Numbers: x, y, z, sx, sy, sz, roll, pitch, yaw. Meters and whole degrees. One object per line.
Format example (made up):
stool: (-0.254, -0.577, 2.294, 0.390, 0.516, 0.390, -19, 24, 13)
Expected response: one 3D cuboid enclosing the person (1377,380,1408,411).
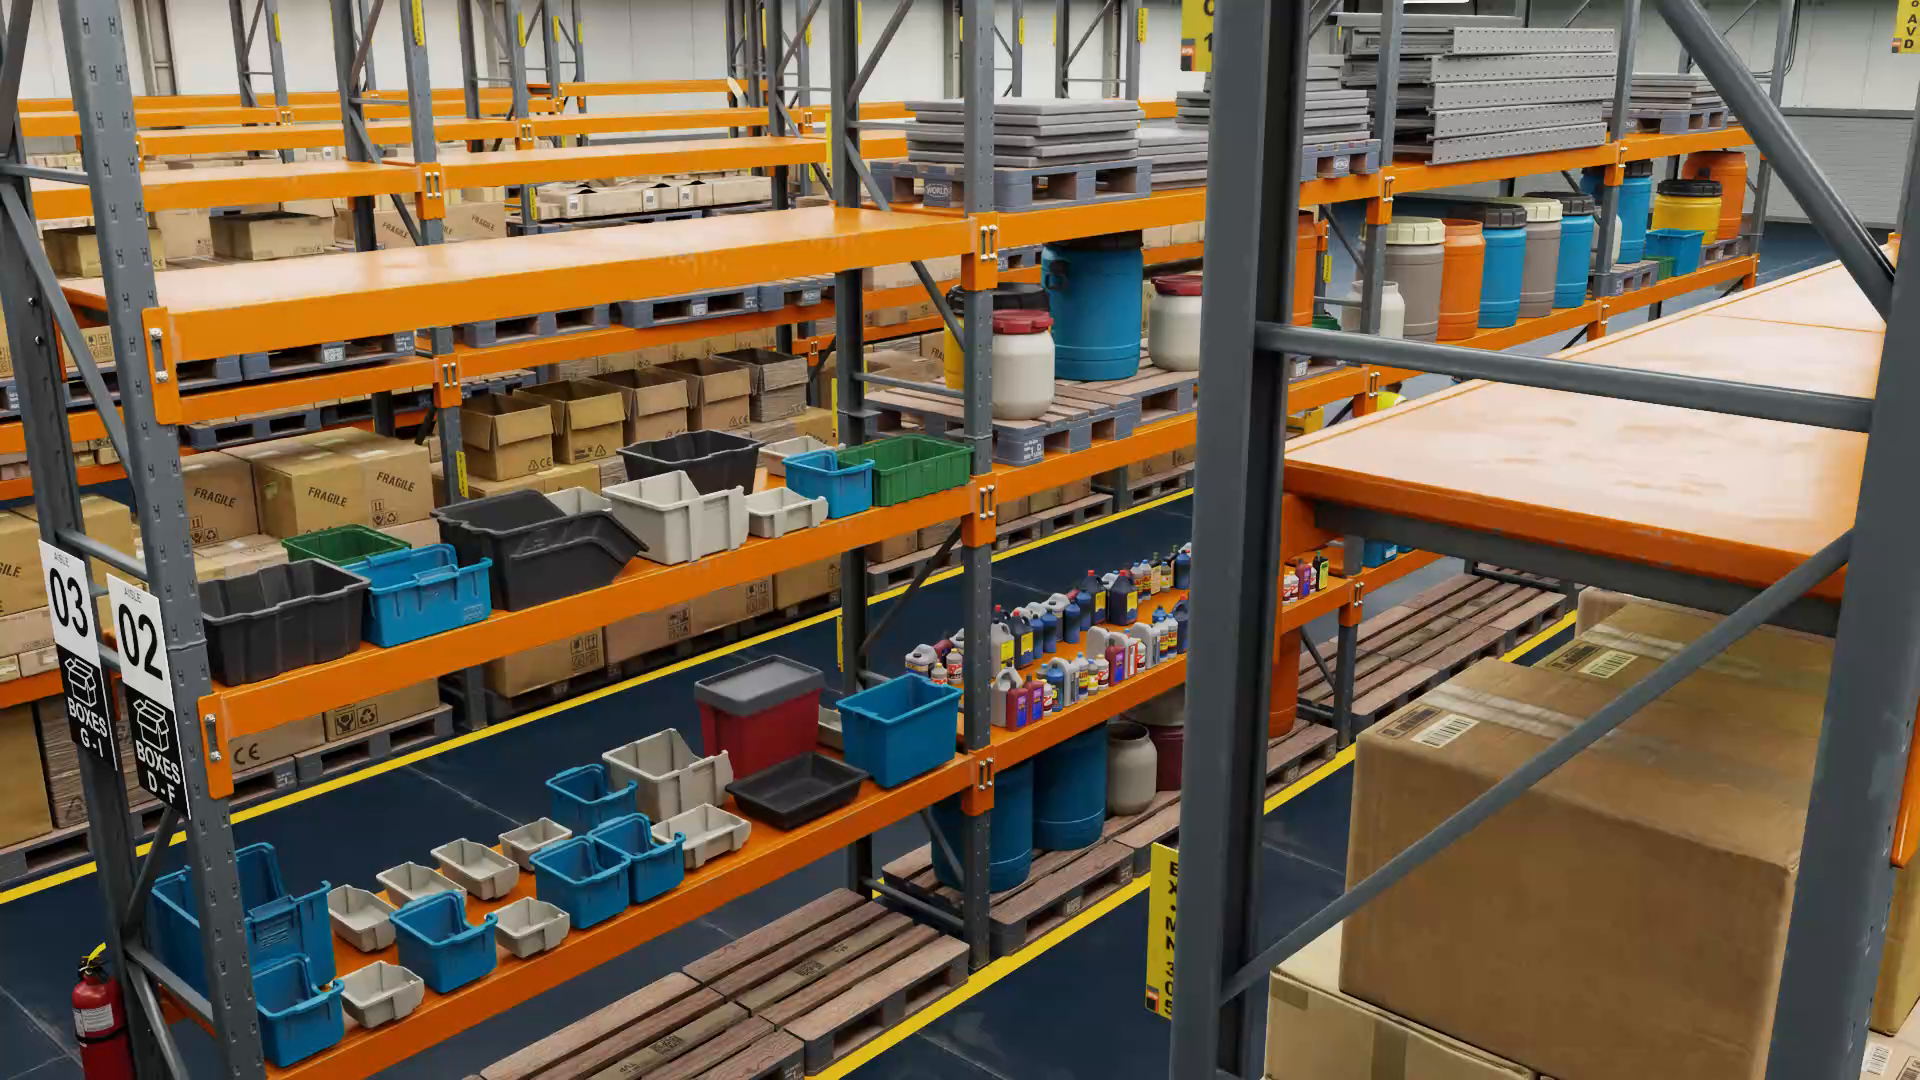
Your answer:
person: (4.499, -0.964, 17.144, 0.914, 1.728, 0.614, -14, 22, -39)
